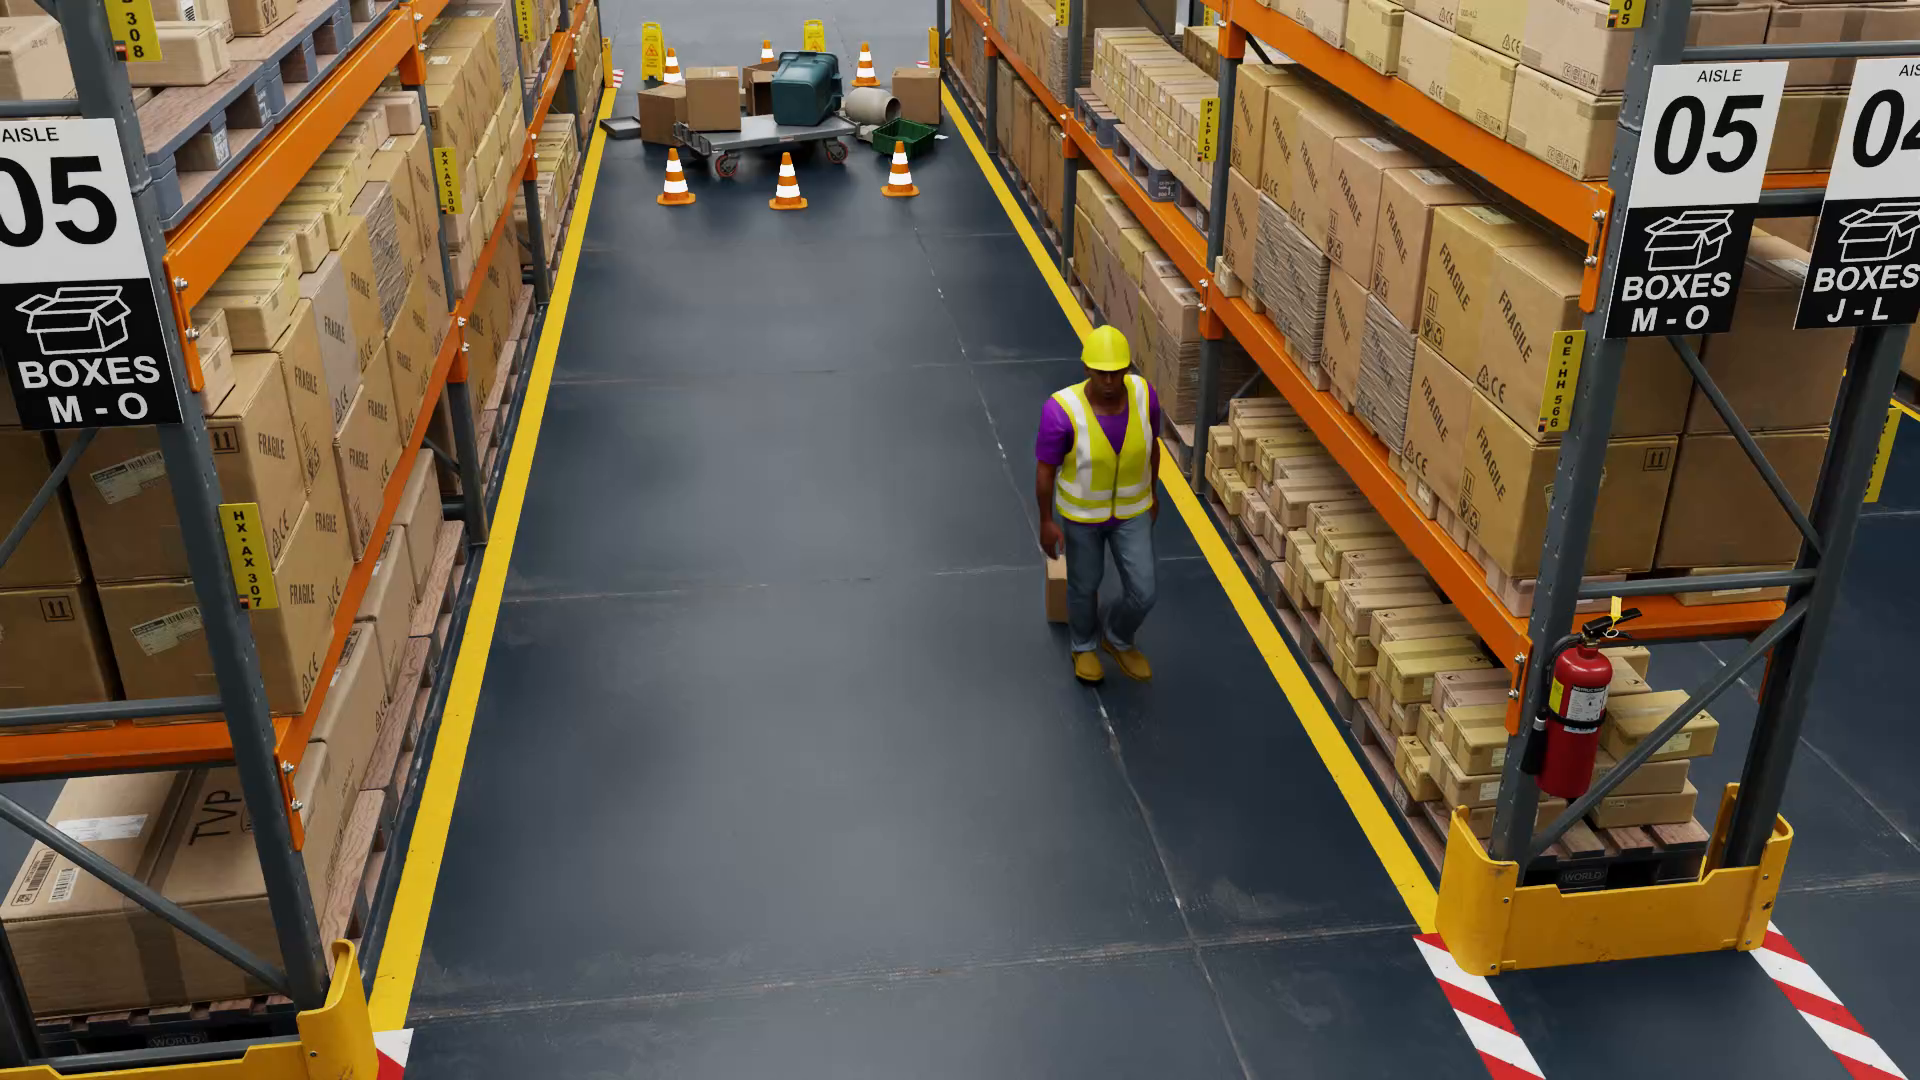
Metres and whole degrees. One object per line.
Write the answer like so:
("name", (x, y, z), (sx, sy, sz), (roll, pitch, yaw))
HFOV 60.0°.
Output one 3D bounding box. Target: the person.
("person", (0.617, -0.136, 7.318), (0.609, 1.744, 0.523), (-5, 27, -9))
